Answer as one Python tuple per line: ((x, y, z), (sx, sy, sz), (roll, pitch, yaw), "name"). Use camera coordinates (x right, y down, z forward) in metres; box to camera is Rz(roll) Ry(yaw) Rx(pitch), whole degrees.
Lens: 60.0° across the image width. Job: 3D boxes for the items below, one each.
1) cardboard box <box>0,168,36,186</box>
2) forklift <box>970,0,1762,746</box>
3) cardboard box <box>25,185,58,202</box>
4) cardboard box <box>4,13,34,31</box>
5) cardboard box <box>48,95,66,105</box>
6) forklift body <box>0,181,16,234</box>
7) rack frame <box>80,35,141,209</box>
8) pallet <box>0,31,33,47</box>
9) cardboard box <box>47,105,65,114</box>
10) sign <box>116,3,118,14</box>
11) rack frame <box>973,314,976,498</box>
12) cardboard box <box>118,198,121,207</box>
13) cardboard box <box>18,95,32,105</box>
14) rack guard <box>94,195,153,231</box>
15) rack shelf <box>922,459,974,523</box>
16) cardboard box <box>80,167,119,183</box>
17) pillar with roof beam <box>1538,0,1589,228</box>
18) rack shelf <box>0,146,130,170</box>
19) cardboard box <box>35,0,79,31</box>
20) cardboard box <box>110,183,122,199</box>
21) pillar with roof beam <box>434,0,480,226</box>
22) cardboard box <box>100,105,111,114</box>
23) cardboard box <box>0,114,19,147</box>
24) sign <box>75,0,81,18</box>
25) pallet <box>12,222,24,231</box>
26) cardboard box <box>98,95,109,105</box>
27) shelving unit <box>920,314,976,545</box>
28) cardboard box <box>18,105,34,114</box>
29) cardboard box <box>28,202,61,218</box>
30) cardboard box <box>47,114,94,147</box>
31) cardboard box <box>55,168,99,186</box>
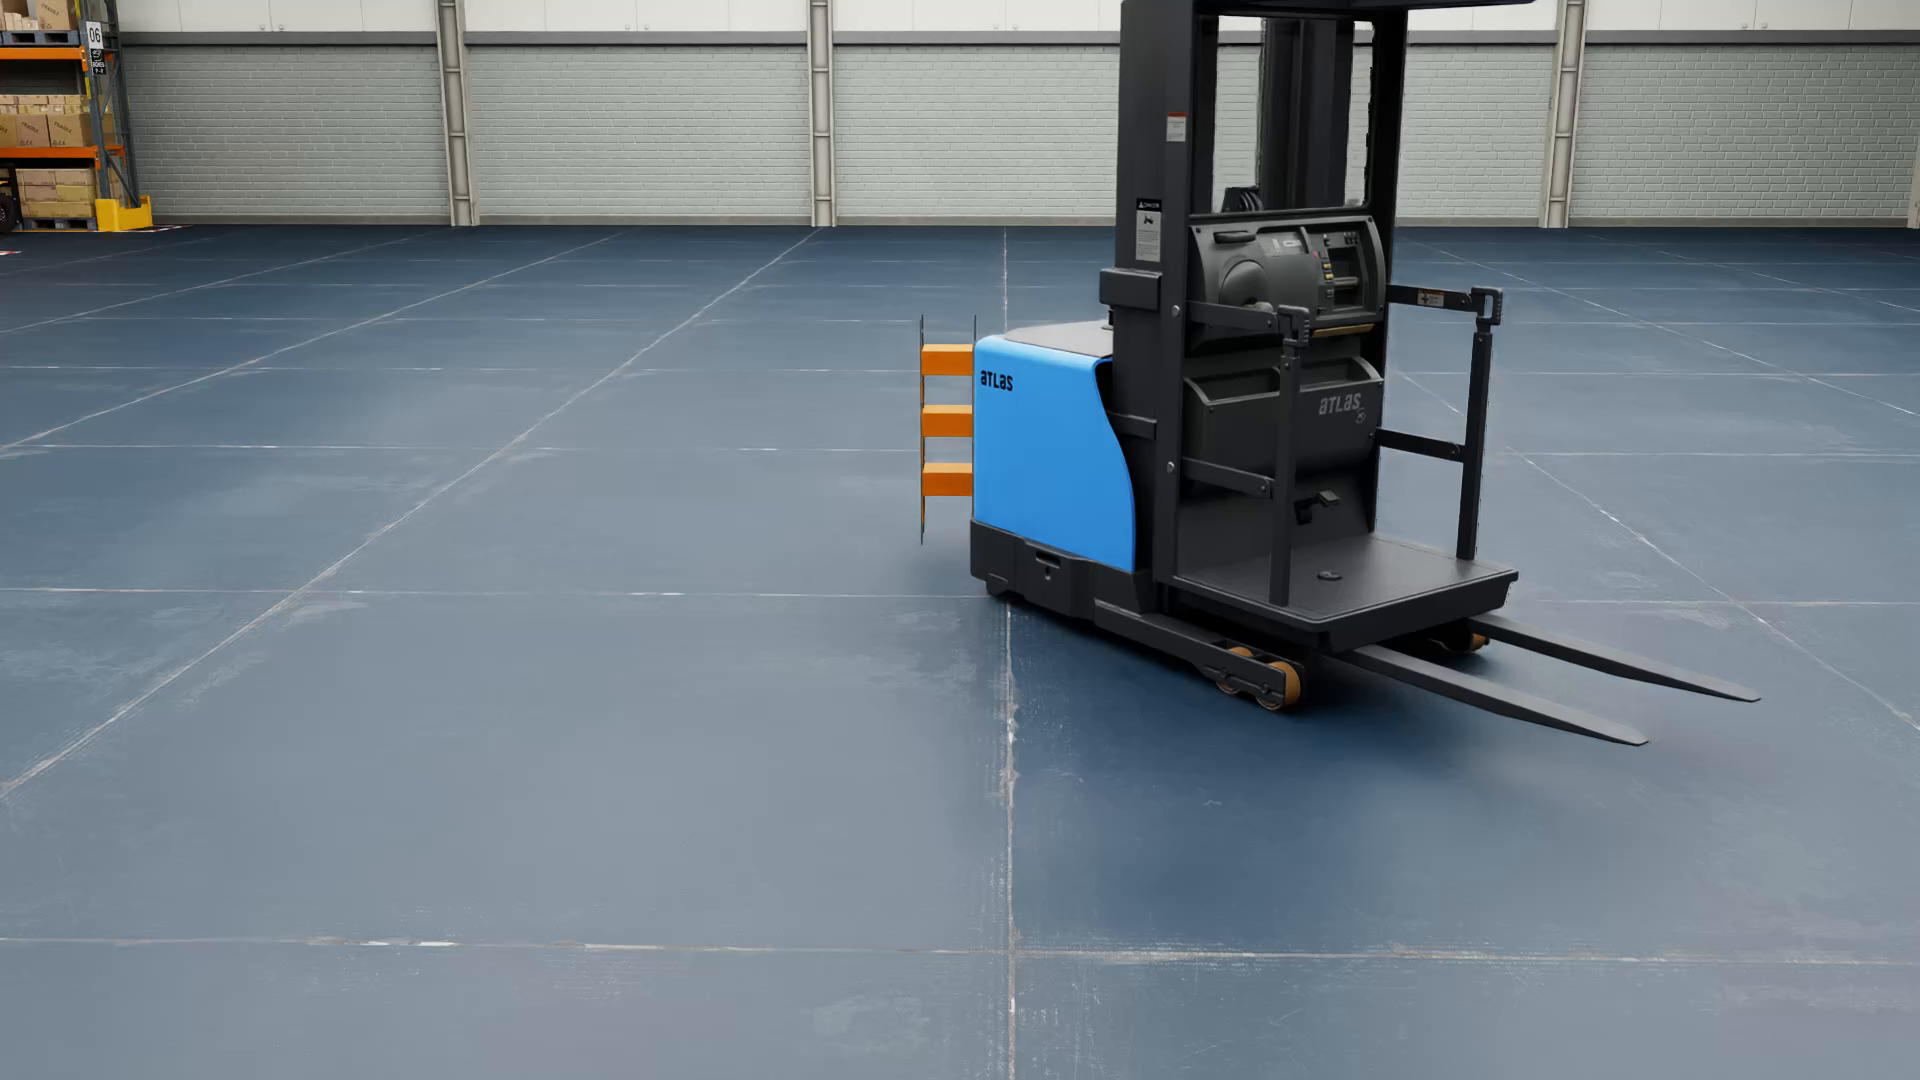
((-15.060, -5.796, 26.537), (0.500, 0.250, 0.500), (1, 15, 2), "cardboard box")
((1.316, -0.979, 5.805), (1.130, 2.935, 3.031), (-11, 18, -35), "forklift")
((-14.572, -5.558, 26.613), (0.500, 0.250, 0.500), (0, 15, 1), "cardboard box")
((-14.666, -8.080, 25.949), (0.258, 0.266, 0.396), (0, 15, 2), "cardboard box")
((-14.187, -6.961, 26.295), (0.250, 0.149, 0.380), (0, 15, 2), "cardboard box")
((-15.519, -5.650, 25.039), (1.214, 2.155, 2.313), (0, 15, 1), "forklift body")
((-13.576, -6.513, 26.647), (0.127, 3.000, 1.000), (0, 15, 1), "rack frame")
((-15.505, -7.939, 26.346), (1.213, 0.211, 1.003), (0, 15, 1), "pallet")
((-14.186, -6.800, 26.267), (0.250, 0.149, 0.380), (1, 15, 2), "cardboard box")
((-13.556, -8.566, 26.679), (0.005, 0.325, 0.100), (0, 15, 1), "sign")
((0.068, -0.507, 7.704), (0.008, 1.050, 0.200), (0, 15, 1), "rack frame")
((-14.062, -5.440, 27.146), (0.500, 0.250, 0.500), (0, 15, 2), "cardboard box")
((-14.696, -6.977, 26.353), (0.250, 0.149, 0.380), (0, 15, 2), "cardboard box")
((-13.552, -5.305, 26.966), (0.348, 0.500, 1.175), (0, 15, 1), "rack guard")
((-0.053, -0.229, 7.781), (0.240, 0.259, 0.215), (0, 15, 1), "rack shelf")
((-14.052, -5.922, 27.012), (0.500, 0.250, 0.500), (0, 15, 1), "cardboard box")
((9.633, -8.394, 22.016), (0.400, 9.000, 9.100), (0, 15, 1), "pillar with roof beam")
((-15.576, -6.178, 26.788), (4.000, 0.370, 1.077), (0, 15, 1), "rack shelf")
((-14.025, -8.204, 25.961), (0.500, 0.500, 0.500), (1, 15, 3), "cardboard box")
((-14.041, -5.685, 27.093), (0.500, 0.250, 0.500), (1, 15, 2), "cardboard box")
((-8.361, -8.511, 22.461), (0.400, 9.000, 9.100), (0, 15, 1), "pillar with roof beam")
((-13.909, -6.944, 26.811), (0.250, 0.149, 0.380), (0, 15, 0), "cardboard box")
((-15.106, -6.507, 26.427), (0.500, 0.500, 0.500), (0, 15, 0), "cardboard box")
((-13.604, -8.215, 25.638), (0.005, 0.325, 0.100), (0, 15, 1), "sign")
((-15.558, -5.168, 27.014), (1.213, 0.211, 1.003), (0, 15, 1), "pallet")
((-13.907, -7.076, 26.729), (0.250, 0.149, 0.380), (0, 15, 0), "cardboard box")
((-0.053, -0.508, 7.707), (0.252, 1.050, 0.215), (0, 15, 1), "shelving unit")
((-14.692, -6.822, 26.350), (0.250, 0.149, 0.380), (0, 15, 1), "cardboard box")
((-14.551, -5.315, 26.672), (0.500, 0.250, 0.500), (0, 15, 1), "cardboard box")
((-14.075, -6.498, 26.393), (0.500, 0.500, 0.500), (0, 15, 0), "cardboard box")
((-14.045, -5.794, 26.527), (0.500, 0.250, 0.500), (1, 15, 3), "cardboard box")
